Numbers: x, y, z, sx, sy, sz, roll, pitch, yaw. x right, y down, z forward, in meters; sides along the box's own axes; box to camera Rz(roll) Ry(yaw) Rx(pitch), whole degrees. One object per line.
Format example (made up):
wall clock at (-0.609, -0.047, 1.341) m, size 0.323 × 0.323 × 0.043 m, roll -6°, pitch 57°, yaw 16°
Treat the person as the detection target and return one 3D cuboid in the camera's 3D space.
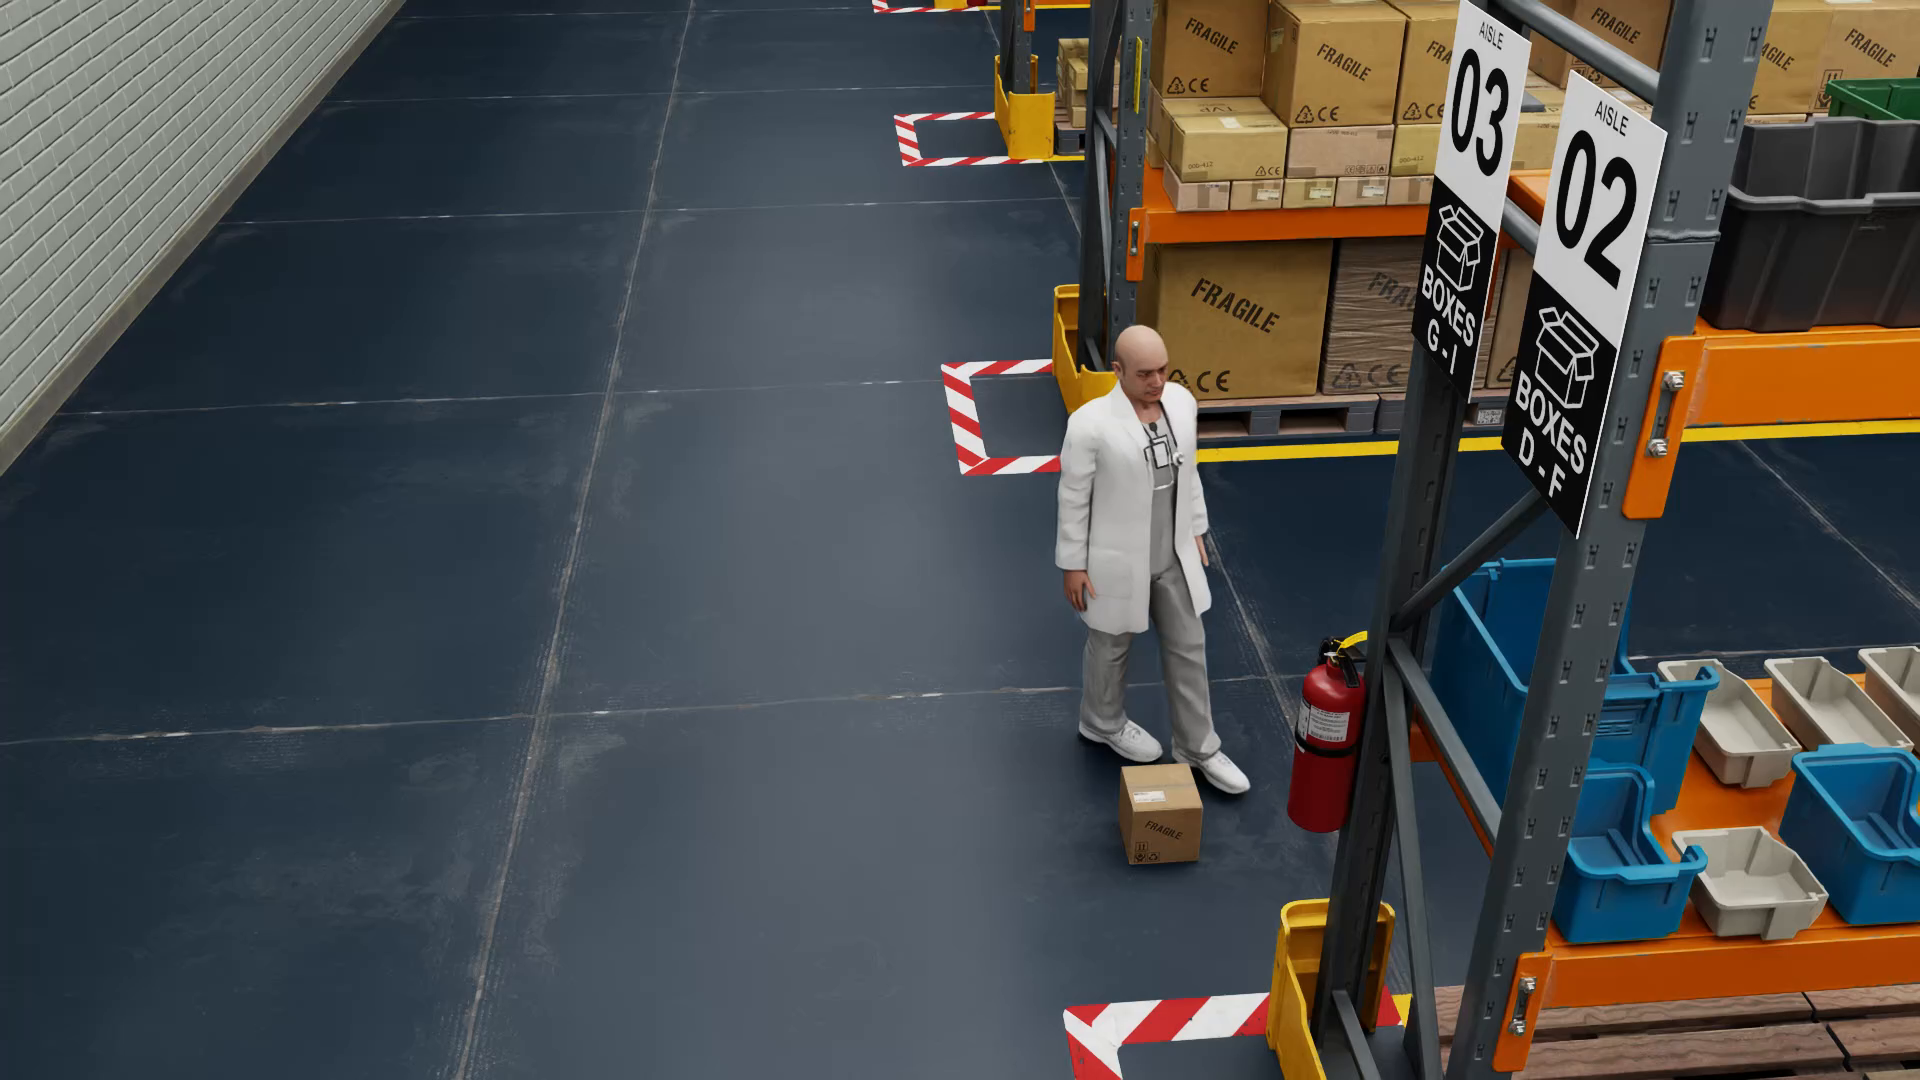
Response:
person at (0.721, 0.116, 5.934) m, size 0.625 × 1.778 × 0.702 m, roll -16°, pitch 34°, yaw -24°
